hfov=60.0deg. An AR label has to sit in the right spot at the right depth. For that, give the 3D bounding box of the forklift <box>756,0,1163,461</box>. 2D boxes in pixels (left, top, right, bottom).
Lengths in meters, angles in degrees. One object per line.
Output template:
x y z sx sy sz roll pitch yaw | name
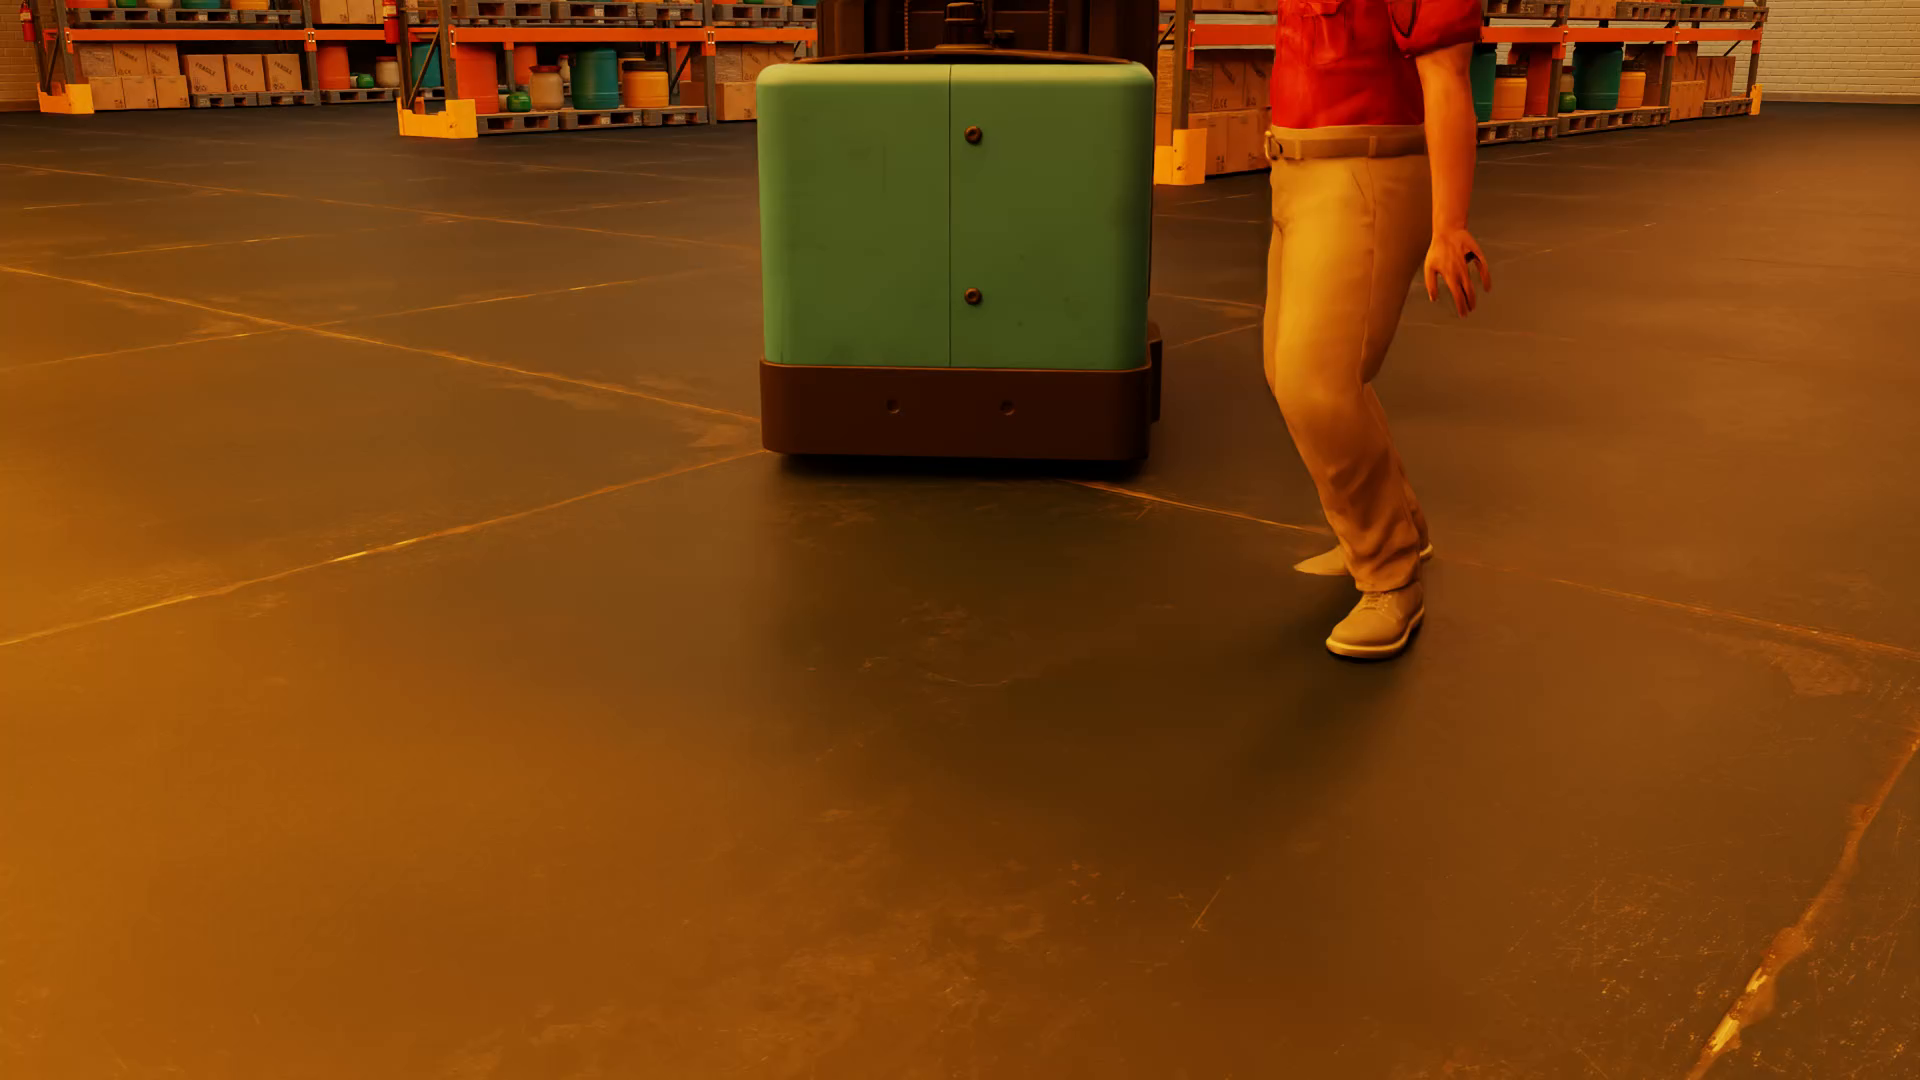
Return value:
0.110 -1.990 5.451 1.130 2.935 3.031 1 17 5 | forklift

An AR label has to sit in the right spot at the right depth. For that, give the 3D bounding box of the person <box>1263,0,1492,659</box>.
0.834 -0.671 3.360 0.456 1.713 0.896 0 17 0 | person
